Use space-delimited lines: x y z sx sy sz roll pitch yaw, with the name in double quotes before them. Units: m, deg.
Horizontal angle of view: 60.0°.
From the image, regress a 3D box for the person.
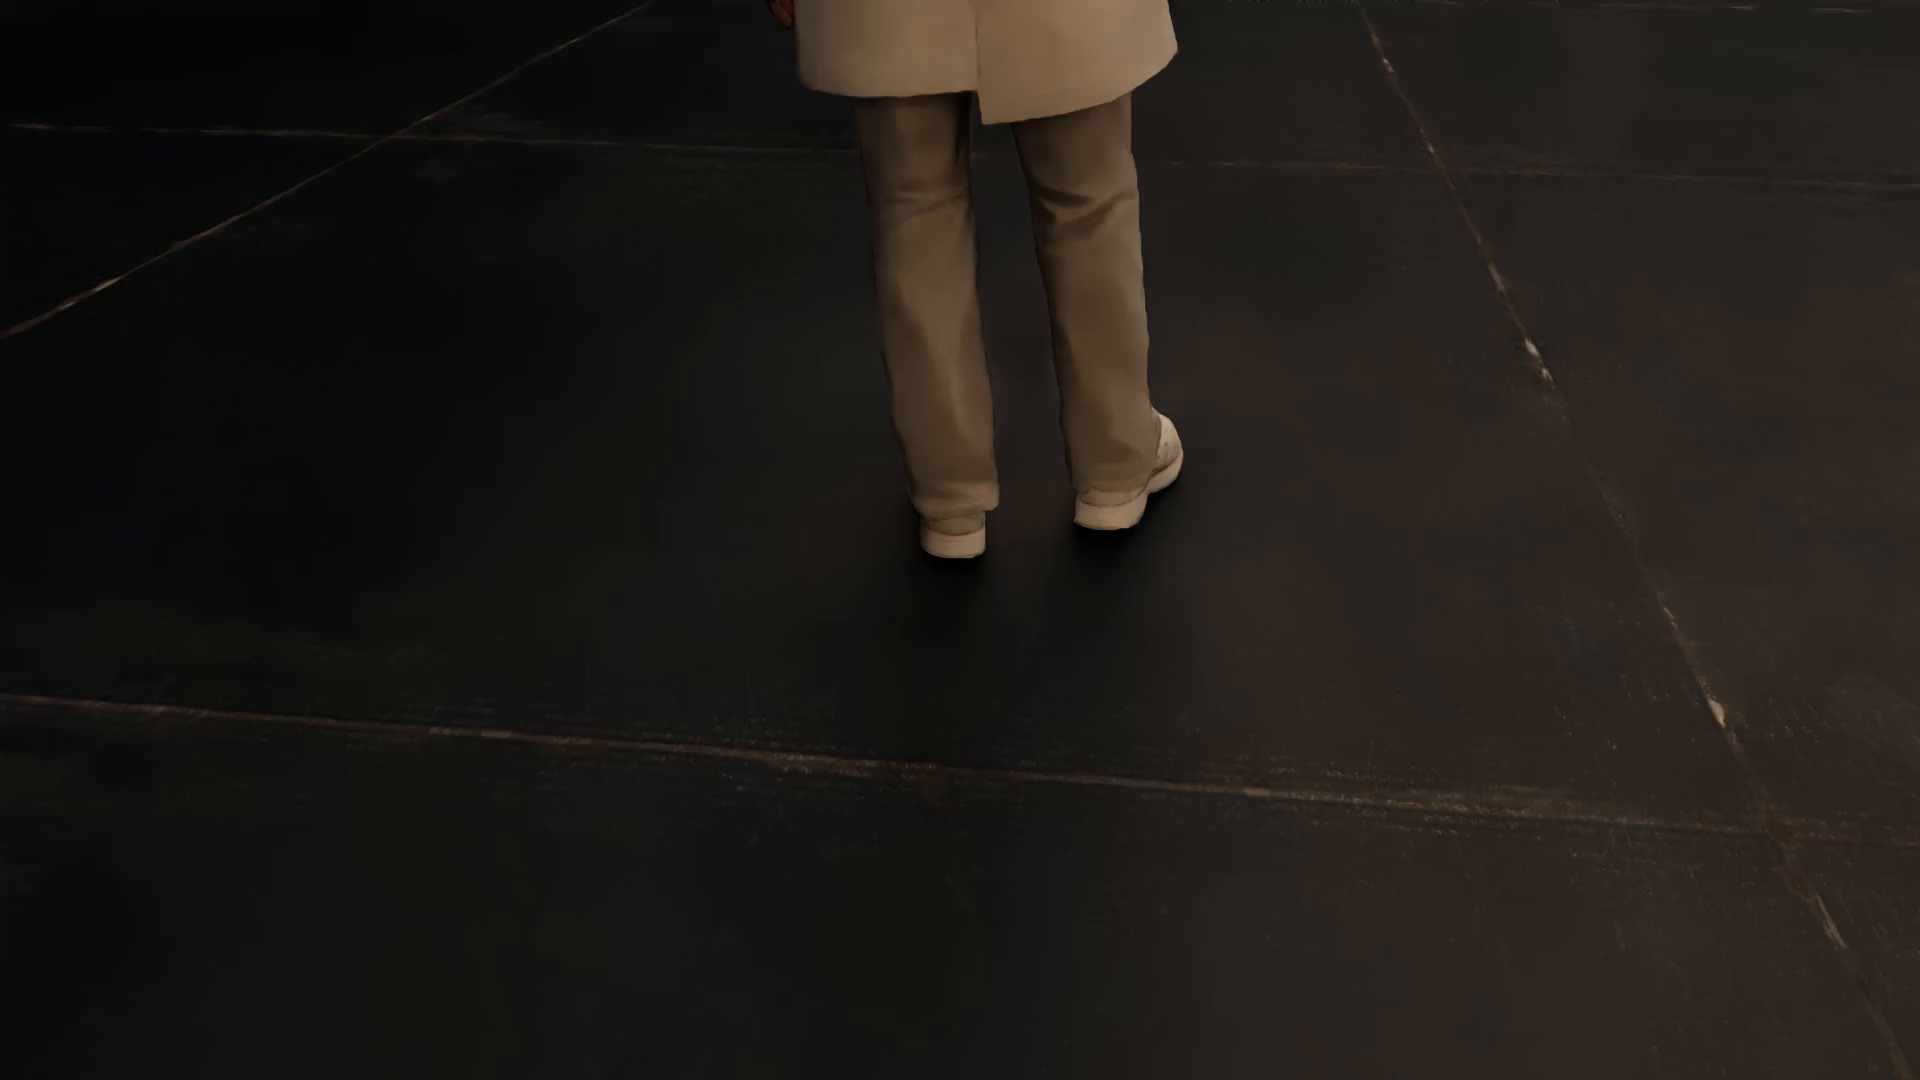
"person" 0.017 -0.843 2.183 0.694 1.776 0.574 3 27 7
